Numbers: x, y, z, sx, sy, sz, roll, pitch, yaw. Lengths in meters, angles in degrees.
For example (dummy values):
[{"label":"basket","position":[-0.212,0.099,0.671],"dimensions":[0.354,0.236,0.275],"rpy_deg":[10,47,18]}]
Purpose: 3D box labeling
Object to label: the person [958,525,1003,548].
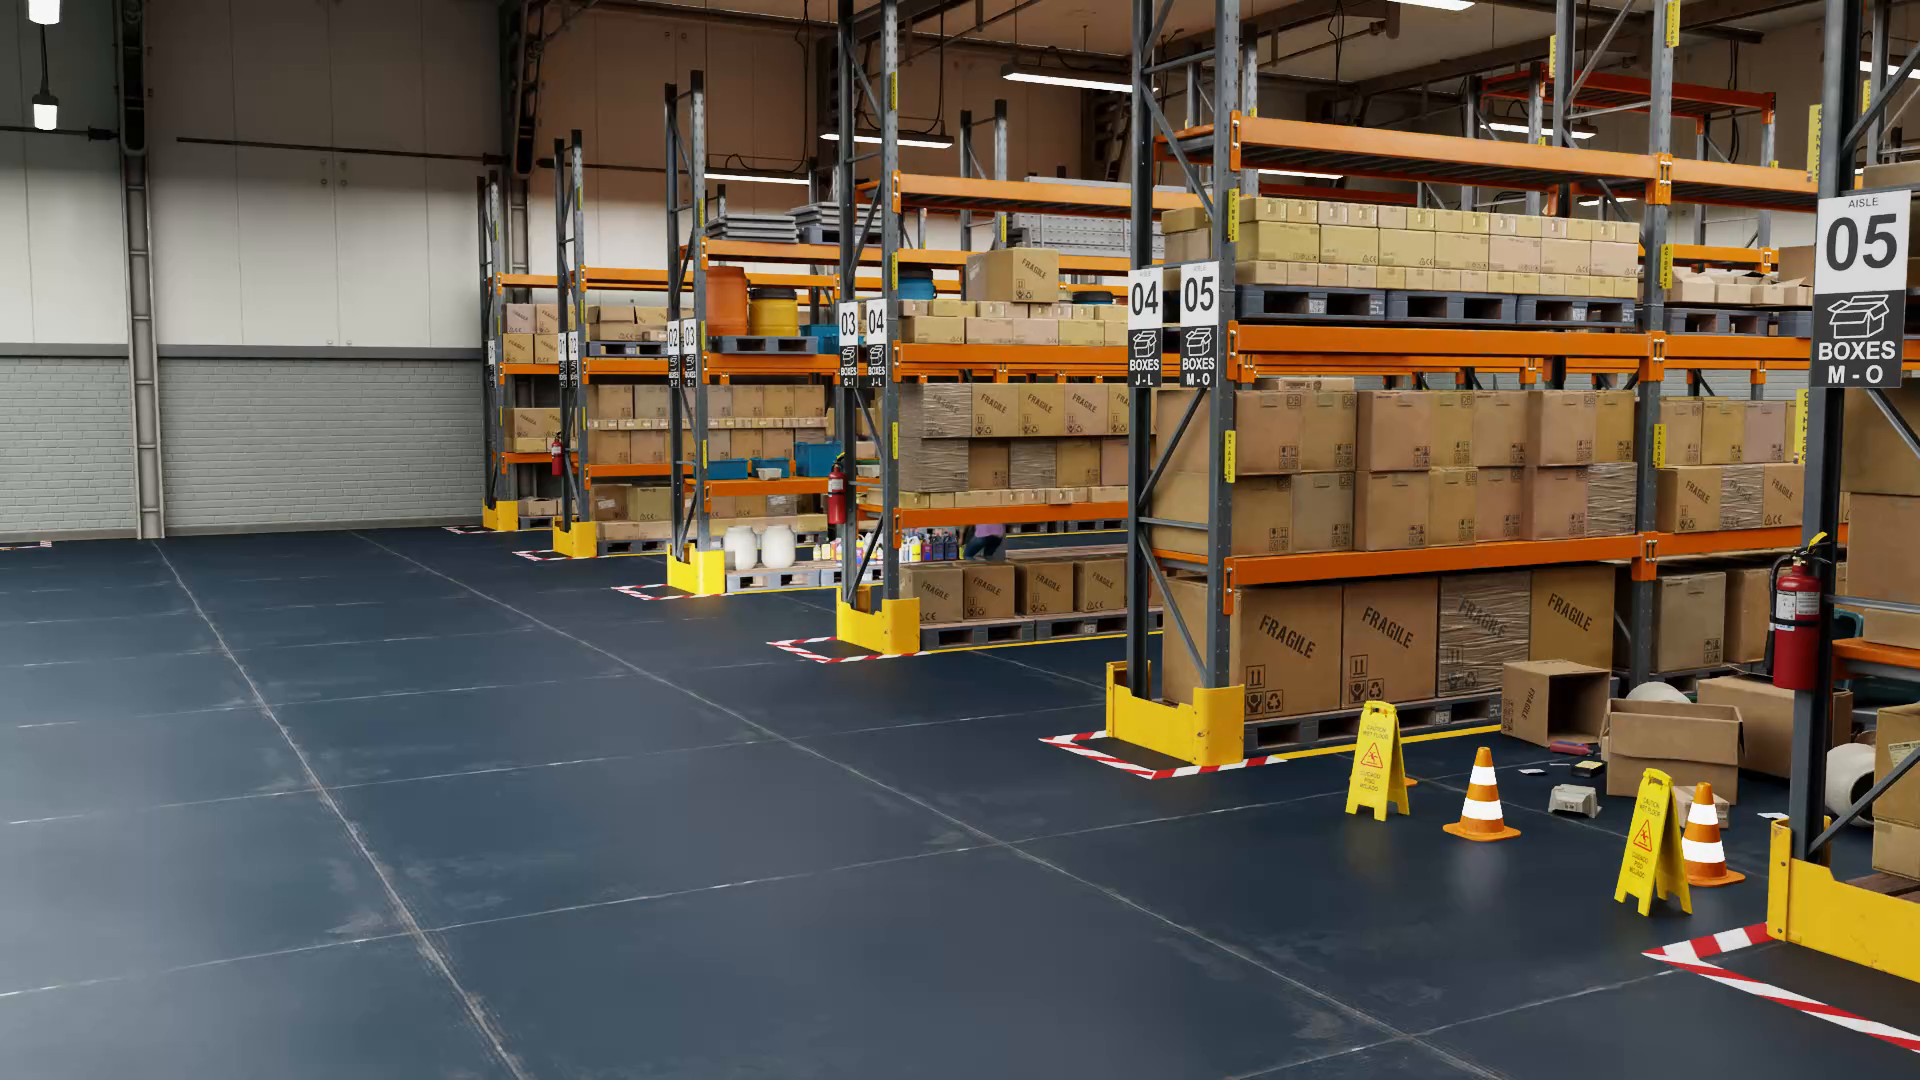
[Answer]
[{"label":"person","position":[0.232,-0.046,19.680],"dimensions":[0.462,1.325,0.626],"rpy_deg":[-3,6,-28]}]
